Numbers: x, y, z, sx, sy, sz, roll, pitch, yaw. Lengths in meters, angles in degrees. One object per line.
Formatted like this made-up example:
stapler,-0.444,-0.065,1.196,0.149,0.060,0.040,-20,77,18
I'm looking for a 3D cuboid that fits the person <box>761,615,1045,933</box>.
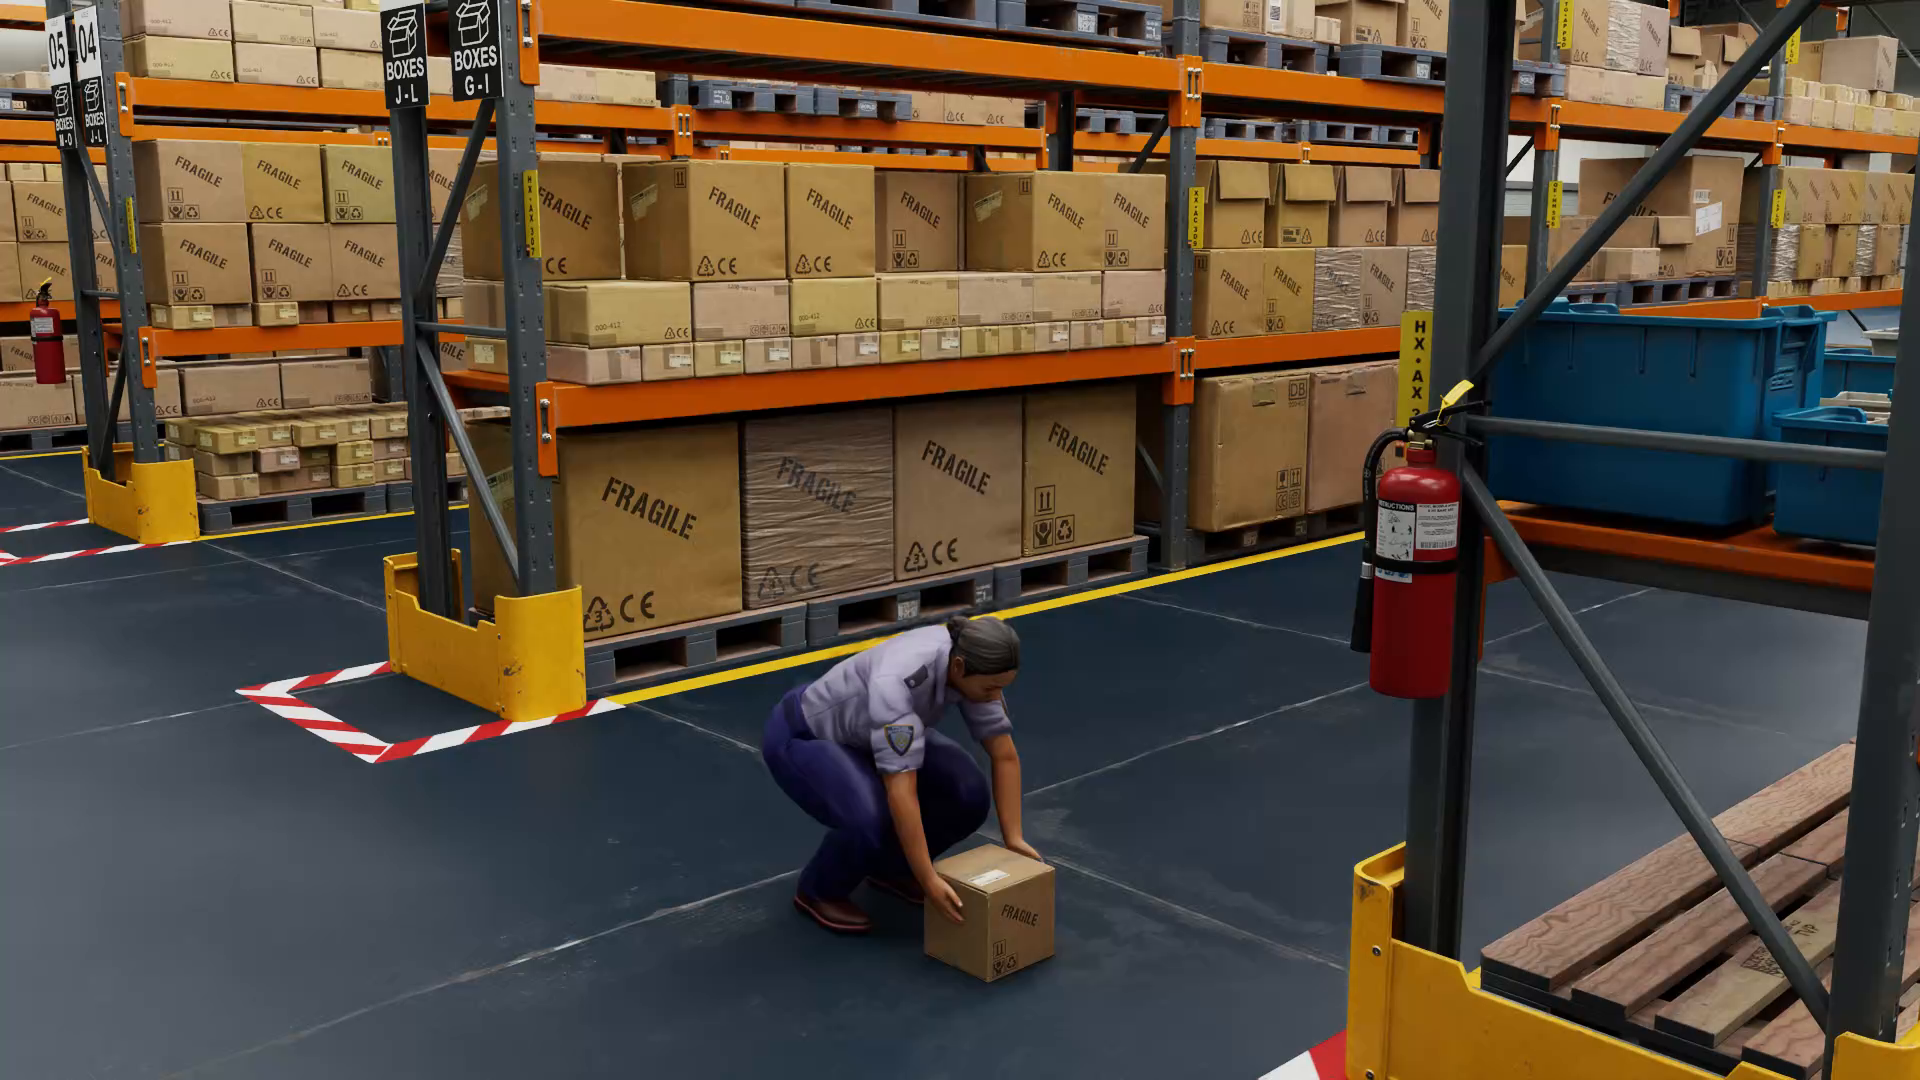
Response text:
person,-0.168,0.622,4.656,0.526,0.917,0.825,-10,15,-43
